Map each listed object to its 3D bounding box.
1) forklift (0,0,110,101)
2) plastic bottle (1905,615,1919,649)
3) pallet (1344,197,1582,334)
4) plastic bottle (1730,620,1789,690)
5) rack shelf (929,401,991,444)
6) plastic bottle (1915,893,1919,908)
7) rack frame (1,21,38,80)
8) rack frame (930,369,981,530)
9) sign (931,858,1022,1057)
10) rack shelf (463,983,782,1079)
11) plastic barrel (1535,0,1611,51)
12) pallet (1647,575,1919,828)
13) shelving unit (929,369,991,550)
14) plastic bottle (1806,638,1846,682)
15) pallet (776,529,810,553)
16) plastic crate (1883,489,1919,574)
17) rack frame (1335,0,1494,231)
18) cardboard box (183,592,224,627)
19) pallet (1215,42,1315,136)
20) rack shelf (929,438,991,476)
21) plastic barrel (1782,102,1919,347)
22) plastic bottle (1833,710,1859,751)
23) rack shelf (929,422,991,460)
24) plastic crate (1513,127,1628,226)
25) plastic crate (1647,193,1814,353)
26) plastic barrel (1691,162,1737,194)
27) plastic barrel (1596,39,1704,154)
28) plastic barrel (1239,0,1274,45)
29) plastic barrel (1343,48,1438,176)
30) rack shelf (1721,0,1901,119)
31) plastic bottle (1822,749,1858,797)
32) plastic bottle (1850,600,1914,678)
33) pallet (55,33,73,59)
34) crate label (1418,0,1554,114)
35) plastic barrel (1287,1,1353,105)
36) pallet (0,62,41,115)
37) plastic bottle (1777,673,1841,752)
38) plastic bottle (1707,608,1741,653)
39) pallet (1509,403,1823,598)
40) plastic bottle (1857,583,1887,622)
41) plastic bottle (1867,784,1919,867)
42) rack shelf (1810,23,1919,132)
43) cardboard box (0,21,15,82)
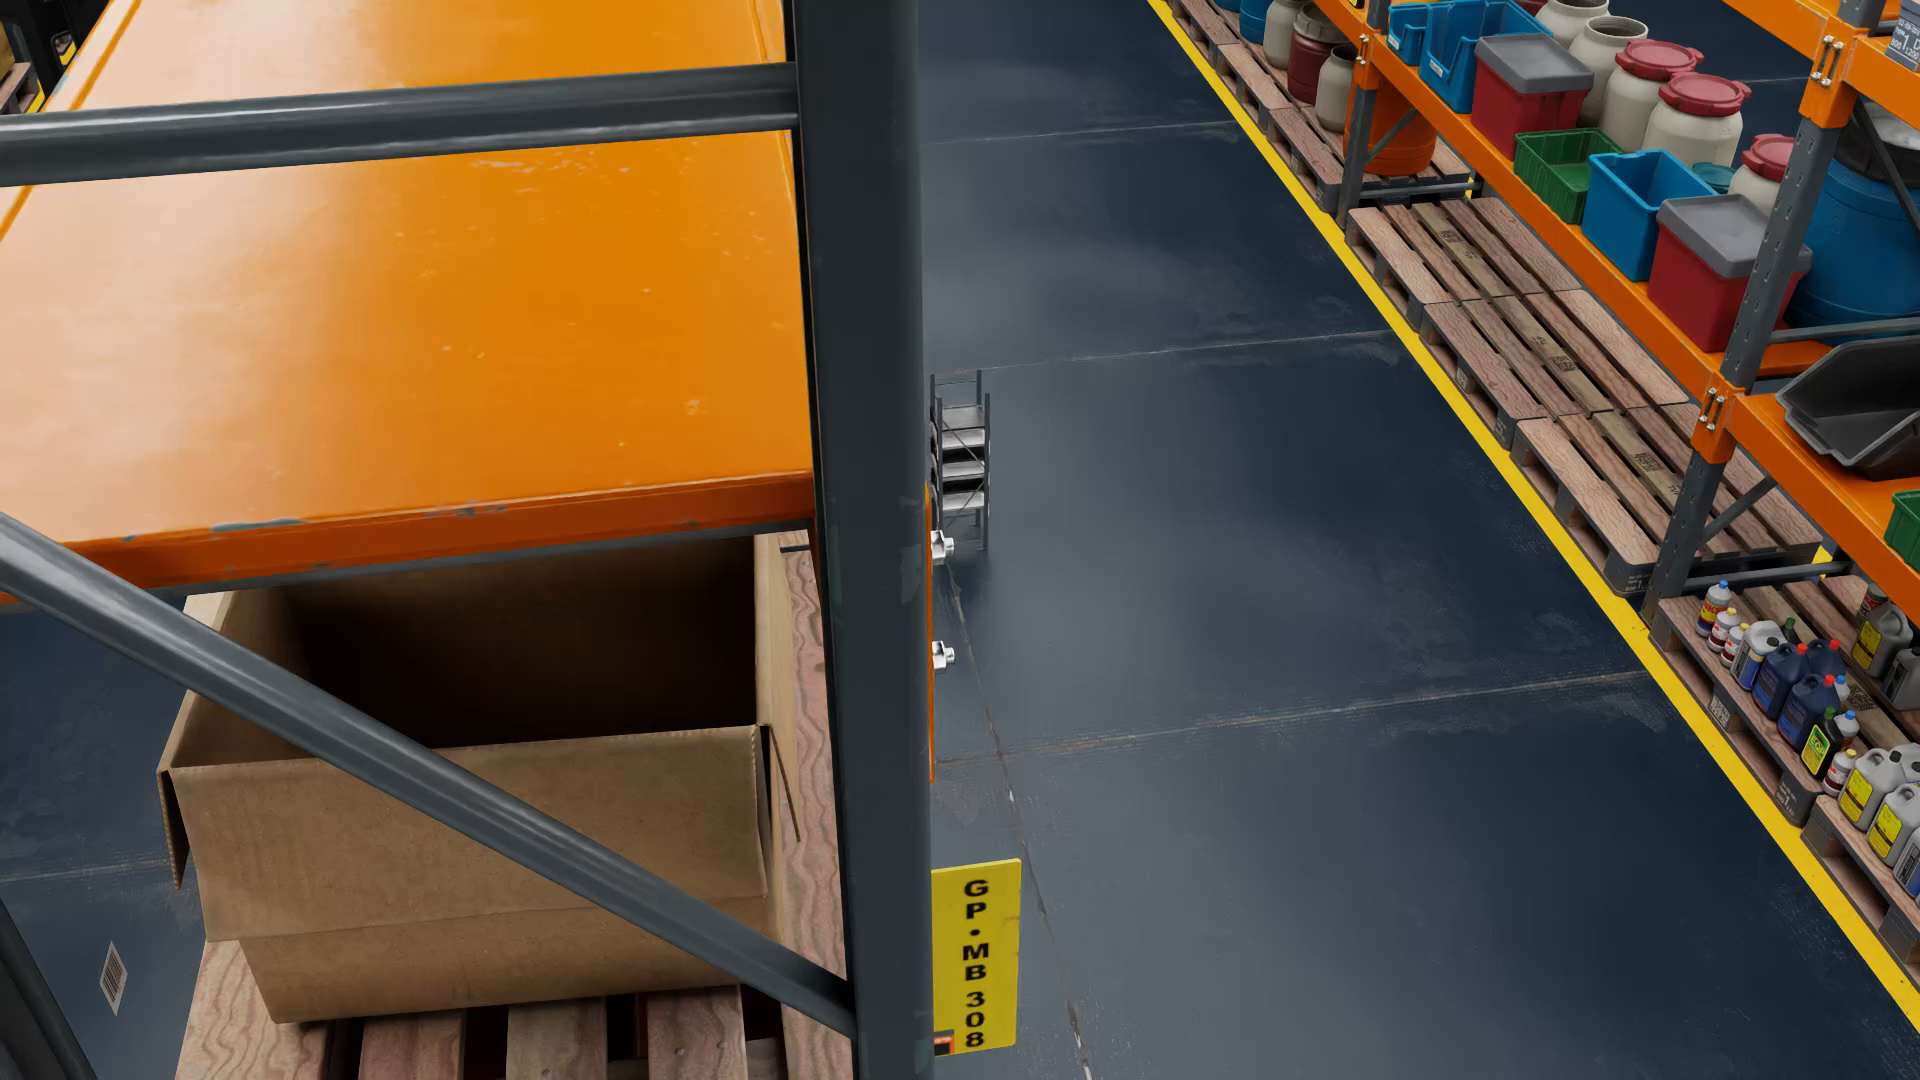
[{"bbox_3d":[-3.985,-1.881,8.183,3.031,2.935,1.130,19,42,22],"label":"forklift"},{"bbox_3d":[4.041,0.376,7.021,0.144,0.351,0.185,-7,38,-9],"label":"plastic bottle"},{"bbox_3d":[3.041,-1.697,10.162,1.003,0.211,1.213,-6,38,-8],"label":"pallet"},{"bbox_3d":[3.353,0.480,6.949,0.152,0.276,0.135,-5,38,-6],"label":"plastic bottle"},{"bbox_3d":[-0.001,-0.547,7.735,0.258,0.077,0.200,-6,38,-8],"label":"rack shelf"},{"bbox_3d":[3.575,1.247,5.962,0.152,0.276,0.135,-6,38,-8],"label":"plastic bottle"},{"bbox_3d":[-7.511,-4.620,11.652,1.000,3.000,0.127,-6,38,-8],"label":"rack frame"},{"bbox_3d":[-0.019,-0.422,7.959,0.240,0.900,0.006,-6,38,-8],"label":"rack frame"},{"bbox_3d":[0.016,0.475,1.871,0.100,0.325,0.005,-6,38,-8],"label":"sign"},{"bbox_3d":[-0.882,-0.016,3.867,1.077,0.370,4.000,-6,38,-8],"label":"rack shelf"},{"bbox_3d":[3.334,-2.716,9.110,0.421,0.512,0.421,0,38,0],"label":"plastic barrel"},{"bbox_3d":[3.721,0.657,7.132,1.003,0.211,1.213,-6,38,-8],"label":"pallet"},{"bbox_3d":[-0.001,-0.360,7.880,0.258,0.900,0.210,-6,38,-8],"label":"shelving unit"},{"bbox_3d":[3.520,0.535,6.817,0.144,0.351,0.185,-6,38,-8],"label":"plastic bottle"},{"bbox_3d":[-0.847,-0.225,3.622,1.003,0.211,1.213,-6,38,-8],"label":"pallet"},{"bbox_3d":[3.605,0.080,5.775,0.450,0.188,0.662,-6,38,-8],"label":"plastic crate"},{"bbox_3d":[2.943,-3.270,9.914,1.000,3.000,0.127,-6,38,-8],"label":"rack frame"},{"bbox_3d":[-0.993,0.079,2.824,0.500,0.250,0.500,-6,38,-8],"label":"cardboard box"},{"bbox_3d":[2.554,-3.376,12.323,1.003,0.211,1.213,-6,38,-8],"label":"pallet"},{"bbox_3d":[-0.001,-0.405,7.845,0.258,0.077,0.200,-6,38,-8],"label":"rack shelf"},{"bbox_3d":[3.875,-1.318,6.993,0.600,0.901,0.708,-6,38,-8],"label":"plastic barrel"},{"bbox_3d":[3.473,0.781,6.565,0.097,0.271,0.097,0,38,0],"label":"plastic bottle"},{"bbox_3d":[-0.001,-0.476,7.790,0.258,0.077,0.200,-6,38,-8],"label":"rack shelf"},{"bbox_3d":[3.062,-1.792,8.184,0.450,0.188,0.662,-6,38,-8],"label":"plastic crate"},{"bbox_3d":[3.259,-1.139,7.119,0.402,0.464,0.583,-6,38,-8],"label":"plastic crate"},{"bbox_3d":[3.564,-1.615,7.897,0.301,0.262,0.301,0,38,0],"label":"plastic barrel"},{"bbox_3d":[3.488,-2.214,8.443,0.433,0.535,0.433,0,38,0],"label":"plastic barrel"},{"bbox_3d":[2.445,-4.265,12.563,0.600,0.901,0.708,-6,38,-8],"label":"plastic barrel"},{"bbox_3d":[2.841,-2.872,10.829,0.600,0.830,0.708,-6,38,-8],"label":"plastic barrel"},{"bbox_3d":[3.294,-2.962,7.660,1.077,0.370,4.000,-6,38,-8],"label":"rack shelf"},{"bbox_3d":[3.437,0.897,6.473,0.097,0.201,0.097,0,38,0],"label":"plastic bottle"},{"bbox_3d":[3.899,0.392,7.001,0.144,0.351,0.185,-6,38,-8],"label":"plastic bottle"},{"bbox_3d":[-7.568,-3.987,13.110,1.003,0.211,1.213,-6,38,-8],"label":"pallet"},{"bbox_3d":[2.851,-2.655,9.093,0.502,0.435,0.616,-6,38,-8],"label":"crate label"},{"bbox_3d":[2.643,-3.459,11.781,0.600,0.588,0.708,-6,38,-8],"label":"plastic barrel"},{"bbox_3d":[-7.302,-3.061,11.918,1.003,0.211,1.213,-6,38,-8],"label":"pallet"},{"bbox_3d":[3.411,0.665,6.650,0.144,0.351,0.185,-8,39,-10],"label":"plastic bottle"},{"bbox_3d":[3.287,0.378,7.140,0.097,0.201,0.097,0,38,0],"label":"plastic bottle"},{"bbox_3d":[3.469,-0.223,8.265,1.003,0.211,1.213,-6,38,-8],"label":"pallet"},{"bbox_3d":[4.015,0.263,7.289,0.097,0.201,0.097,0,38,0],"label":"plastic bottle"},{"bbox_3d":[3.518,1.034,6.175,0.144,0.351,0.185,-5,38,-6],"label":"plastic bottle"},{"bbox_3d":[3.995,-0.546,4.550,1.077,0.370,4.000,-6,38,-8],"label":"rack shelf"},{"bbox_3d":[-7.269,-3.559,11.696,0.750,0.750,0.750,-6,38,-7],"label":"cardboard box"}]
